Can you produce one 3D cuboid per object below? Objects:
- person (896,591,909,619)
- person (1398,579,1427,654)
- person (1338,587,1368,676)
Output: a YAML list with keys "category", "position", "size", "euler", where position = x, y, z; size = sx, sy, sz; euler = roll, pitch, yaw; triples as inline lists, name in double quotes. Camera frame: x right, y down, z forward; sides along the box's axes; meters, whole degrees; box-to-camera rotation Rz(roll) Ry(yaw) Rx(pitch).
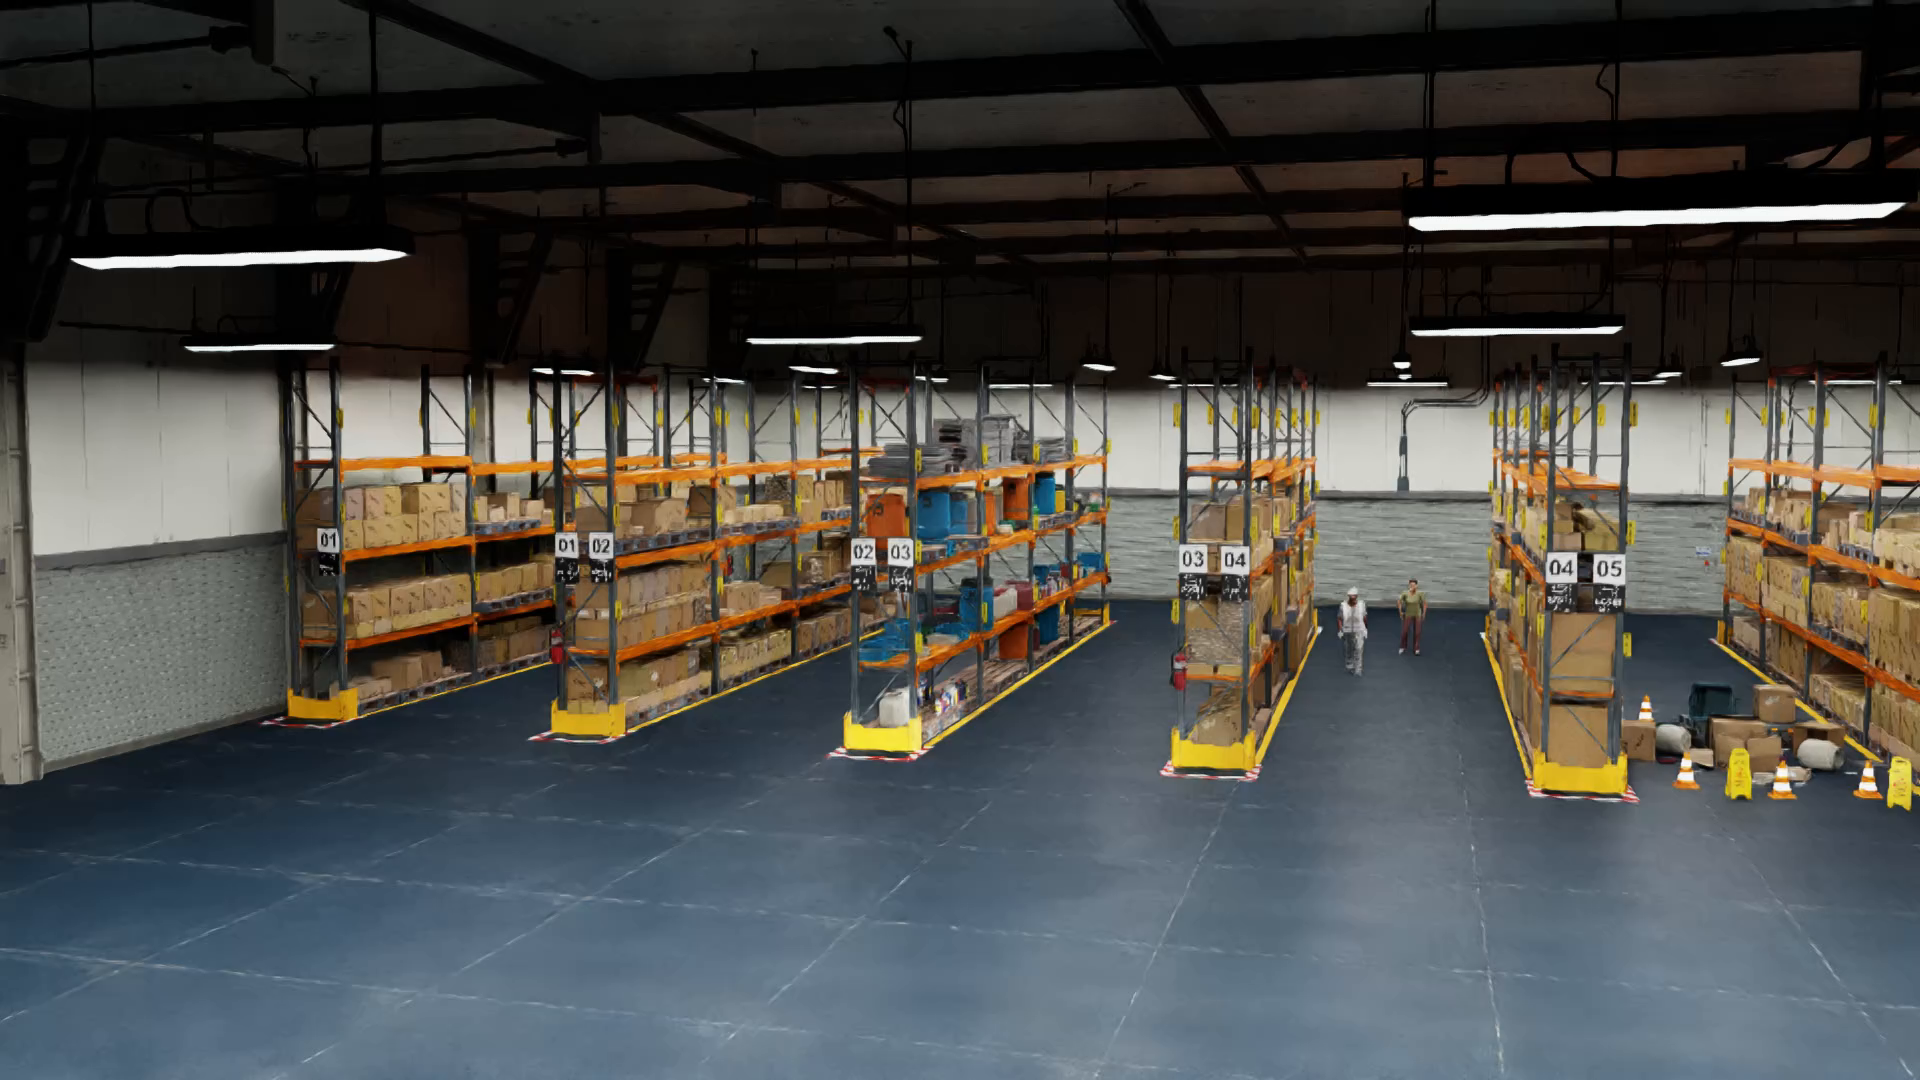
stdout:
- category: "person"
  position: [-1.286, 1.392, 37.569]
  size: [0.373, 1.679, 0.588]
  euler: [0, 4, 1]
- category: "person"
  position: [9.580, 1.615, 35.240]
  size: [0.598, 1.619, 0.507]
  euler: [1, 4, 14]
- category: "person"
  position: [7.635, 1.761, 32.371]
  size: [0.566, 1.706, 1.122]
  euler: [1, 4, 17]
